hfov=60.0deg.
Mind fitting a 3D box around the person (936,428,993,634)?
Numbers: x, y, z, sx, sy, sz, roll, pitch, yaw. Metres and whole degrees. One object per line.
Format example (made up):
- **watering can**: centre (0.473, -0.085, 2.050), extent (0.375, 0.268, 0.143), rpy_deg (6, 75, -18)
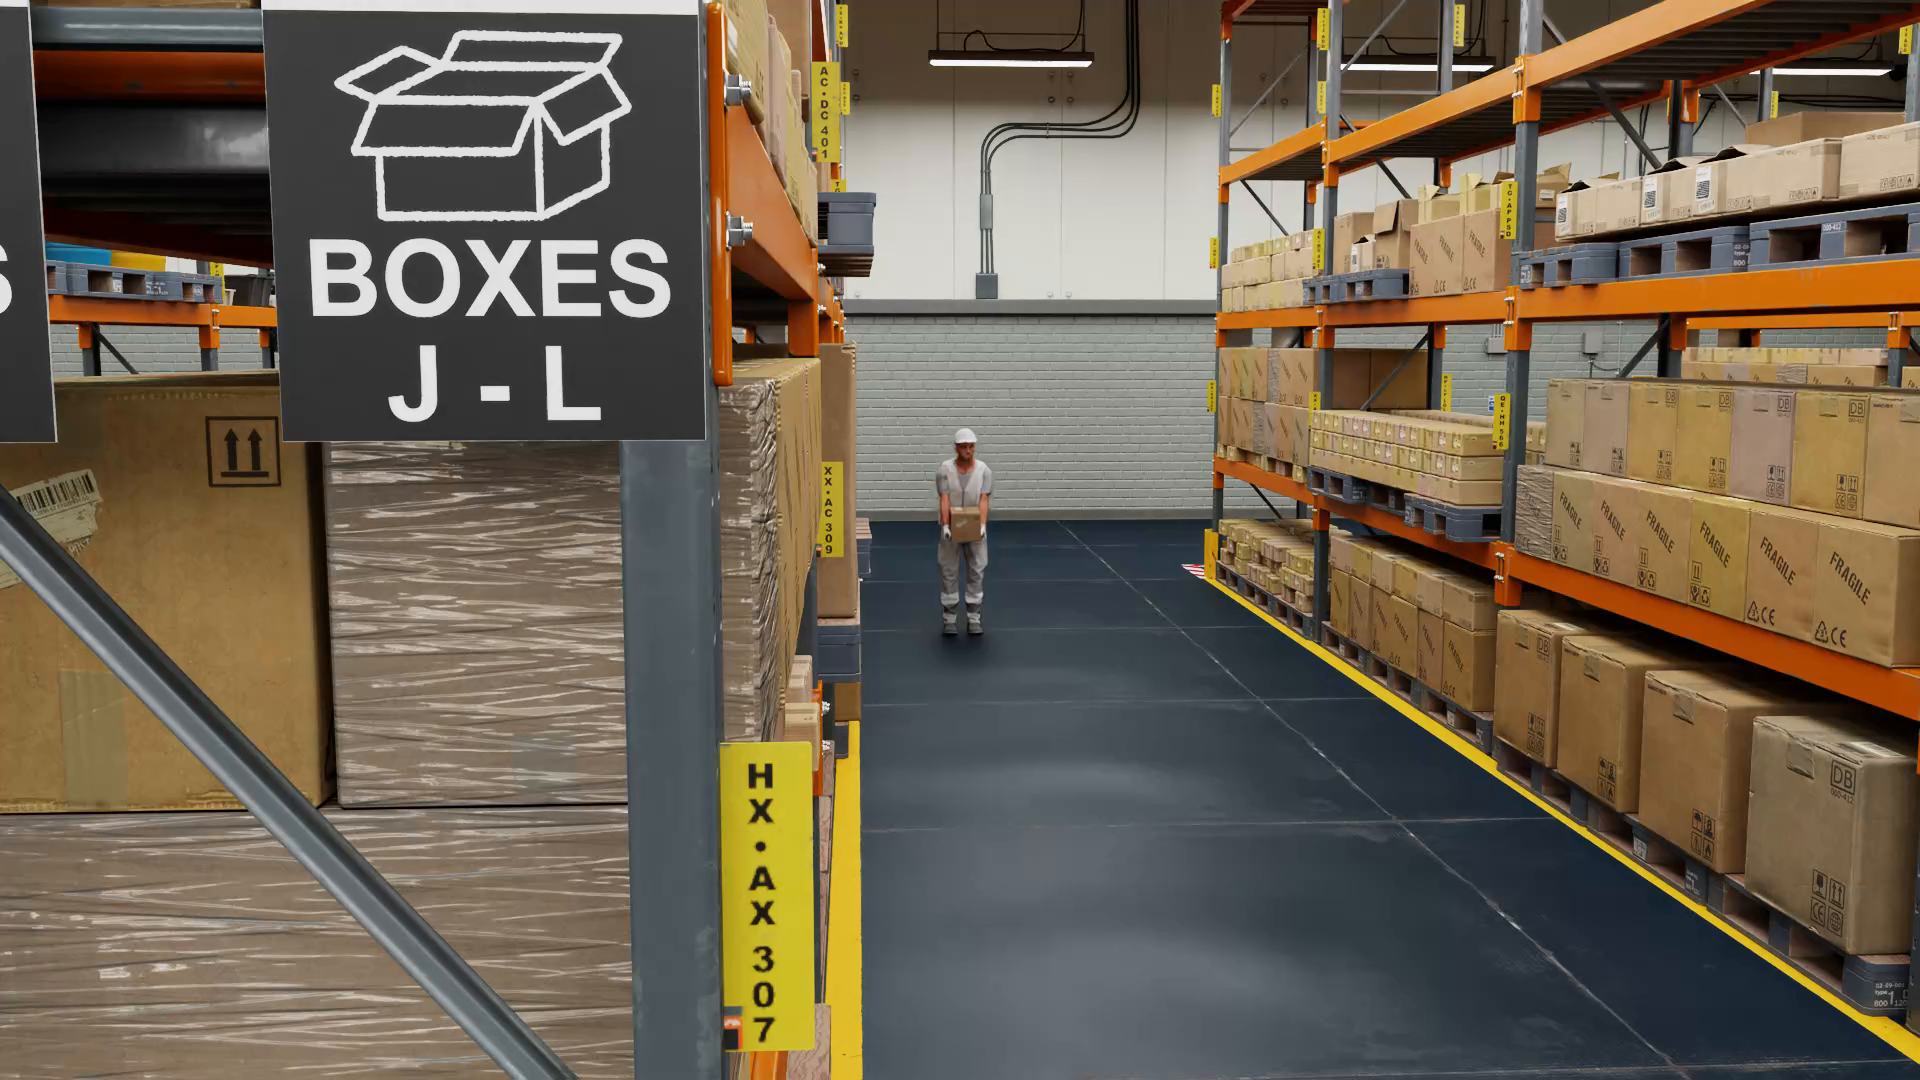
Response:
- **person**: centre (0.040, -0.072, 14.304), extent (0.491, 1.773, 0.577), rpy_deg (-1, 7, -5)
